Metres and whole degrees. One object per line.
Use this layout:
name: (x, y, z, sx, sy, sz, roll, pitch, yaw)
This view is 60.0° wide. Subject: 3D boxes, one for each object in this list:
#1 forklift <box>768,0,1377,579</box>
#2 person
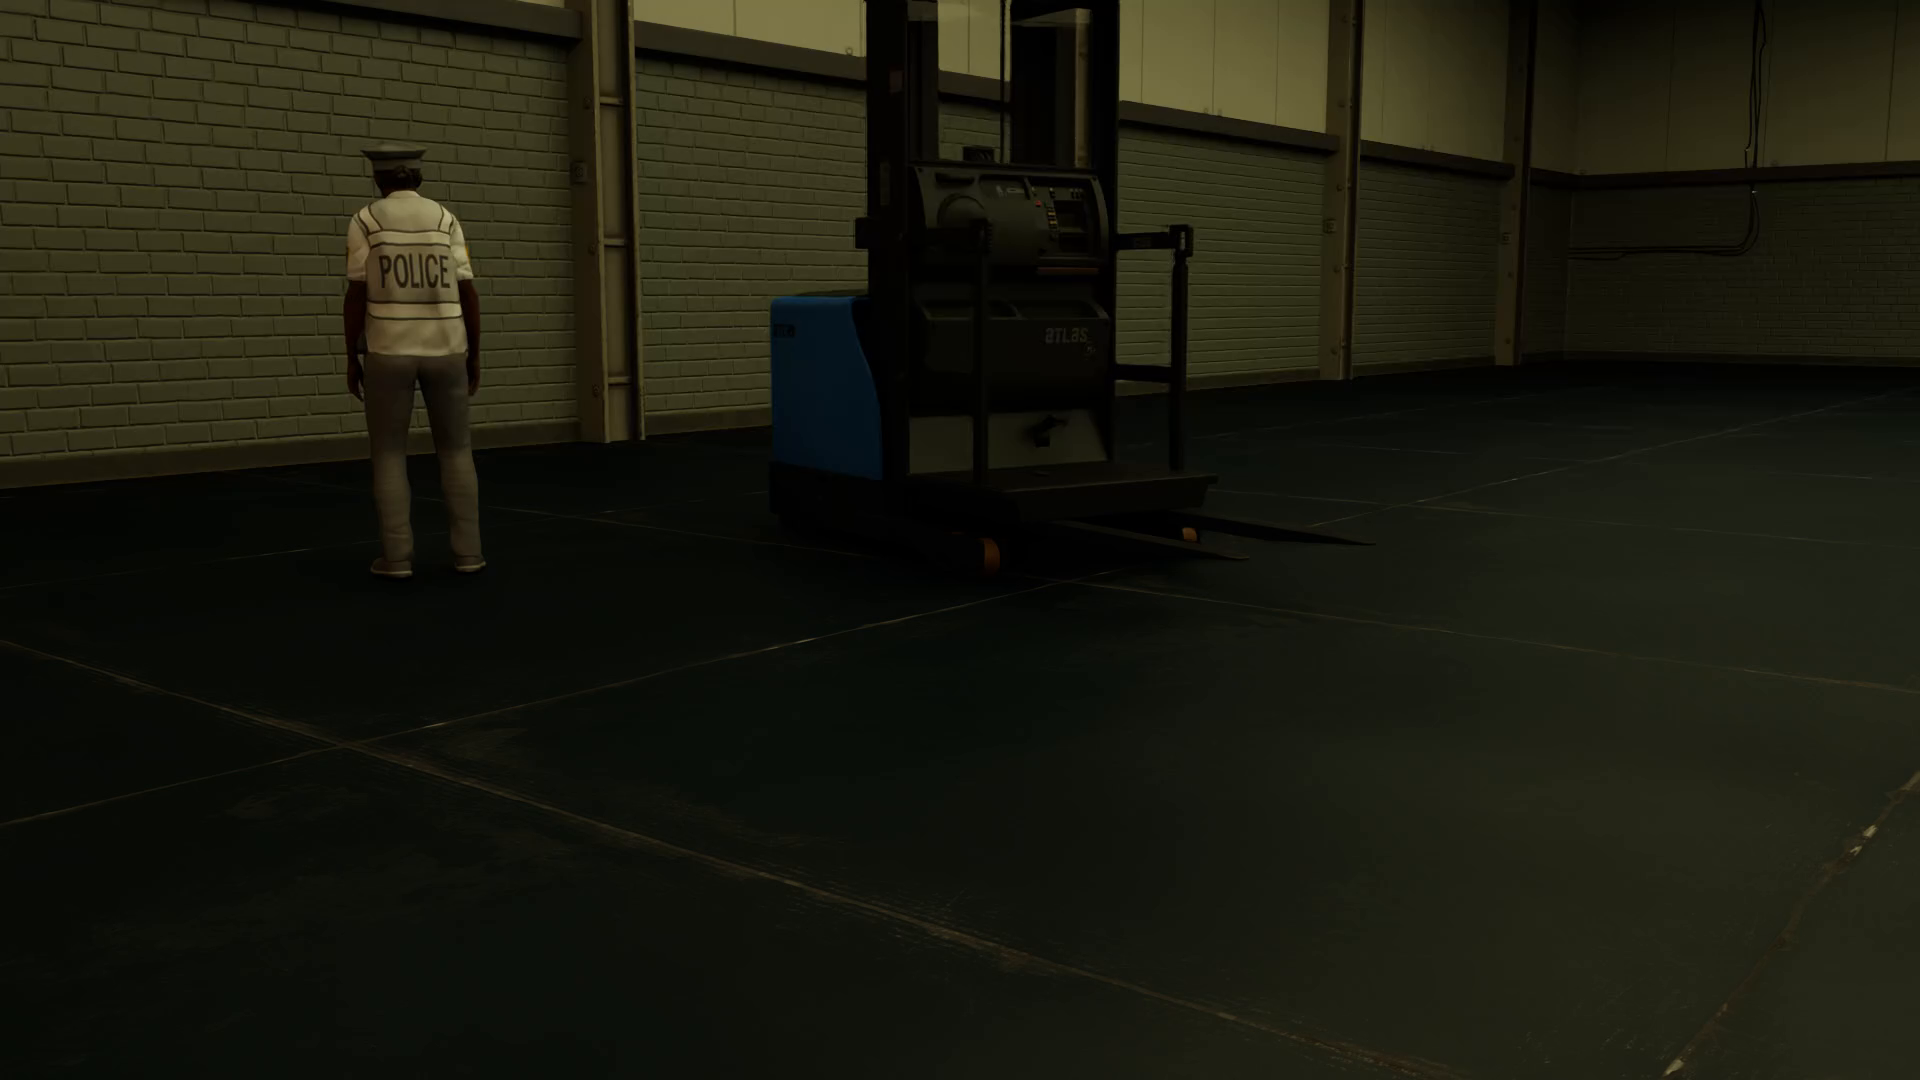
forklift: (0.341, -1.377, 6.692, 1.130, 2.935, 3.031, -6, 10, -33)
person: (-2.090, -0.685, 6.372, 0.507, 1.656, 0.394, -4, 9, -26)
